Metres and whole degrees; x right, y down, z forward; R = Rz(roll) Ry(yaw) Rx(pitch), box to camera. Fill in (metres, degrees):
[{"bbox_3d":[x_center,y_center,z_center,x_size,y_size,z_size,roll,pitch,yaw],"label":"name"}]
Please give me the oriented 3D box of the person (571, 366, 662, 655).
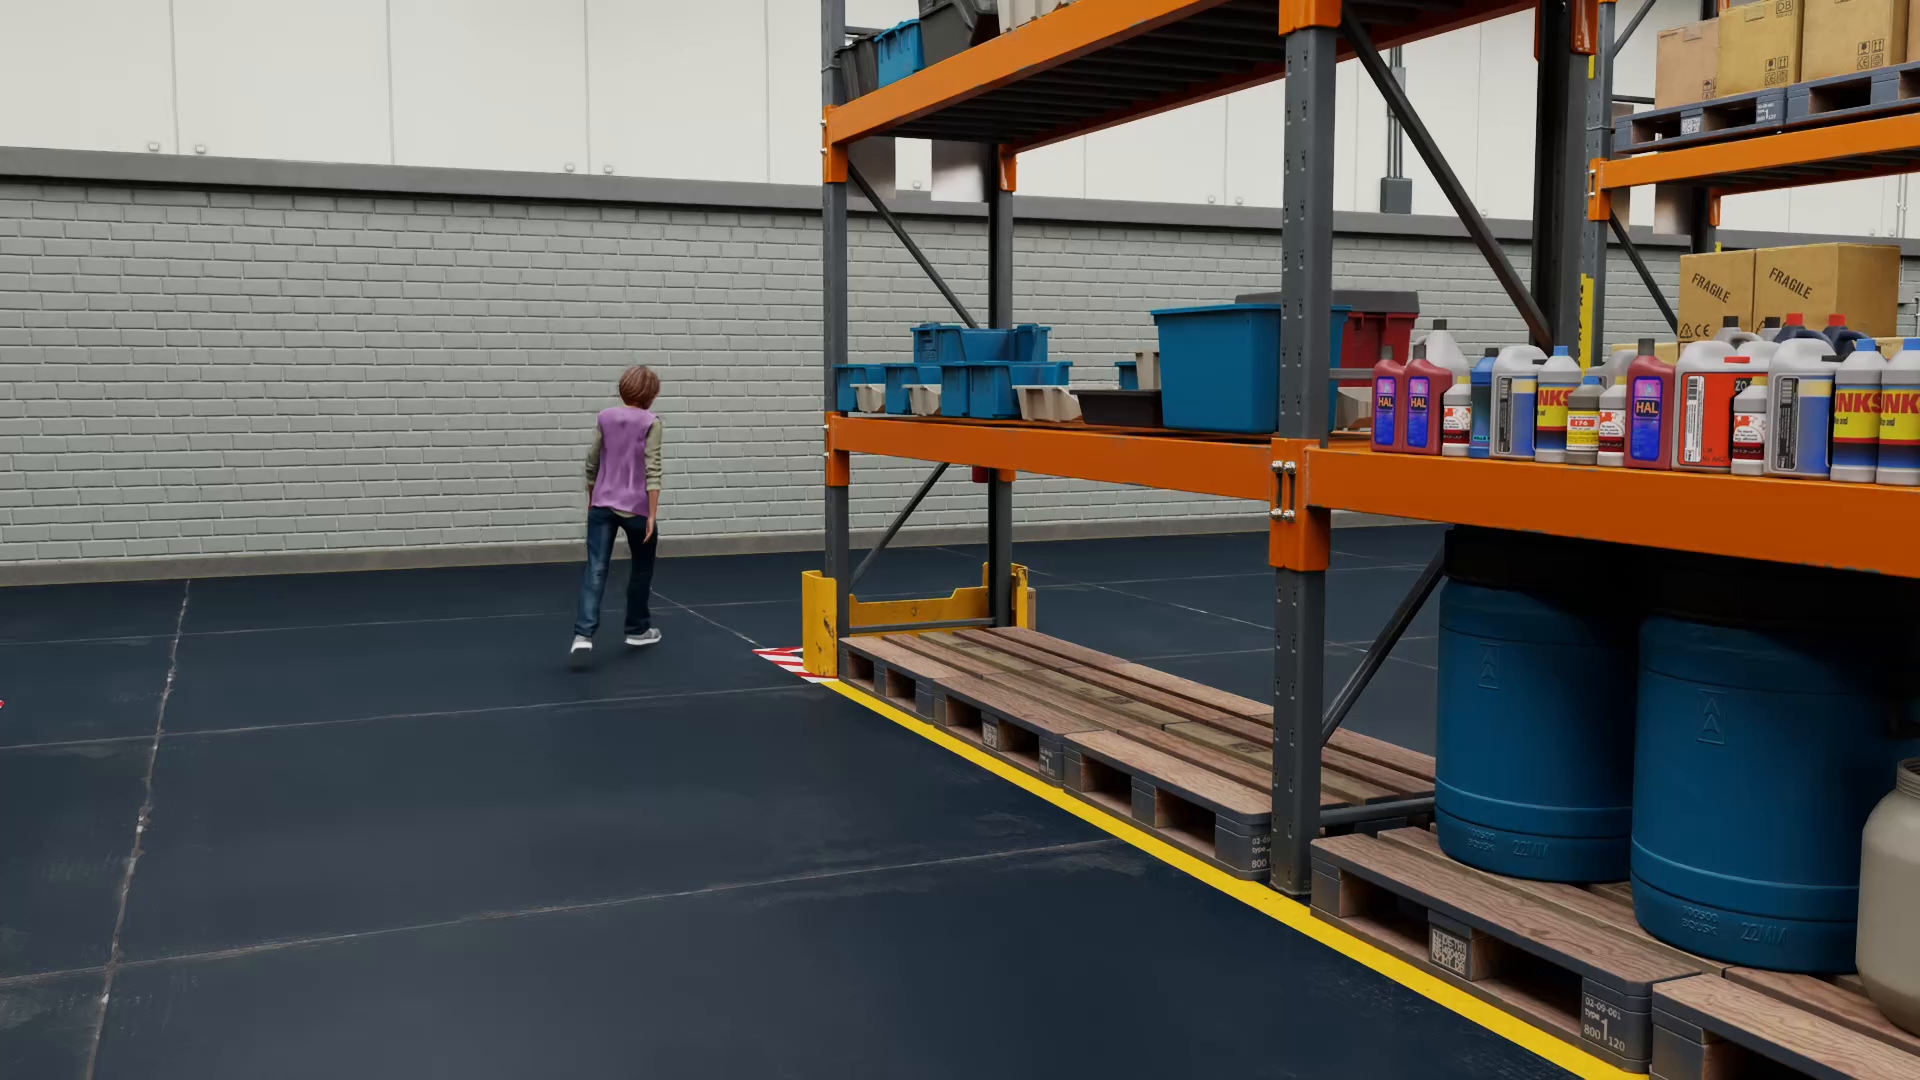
[{"bbox_3d":[-1.806,-0.151,8.875,0.486,1.527,0.942,0,6,4],"label":"person"}]
